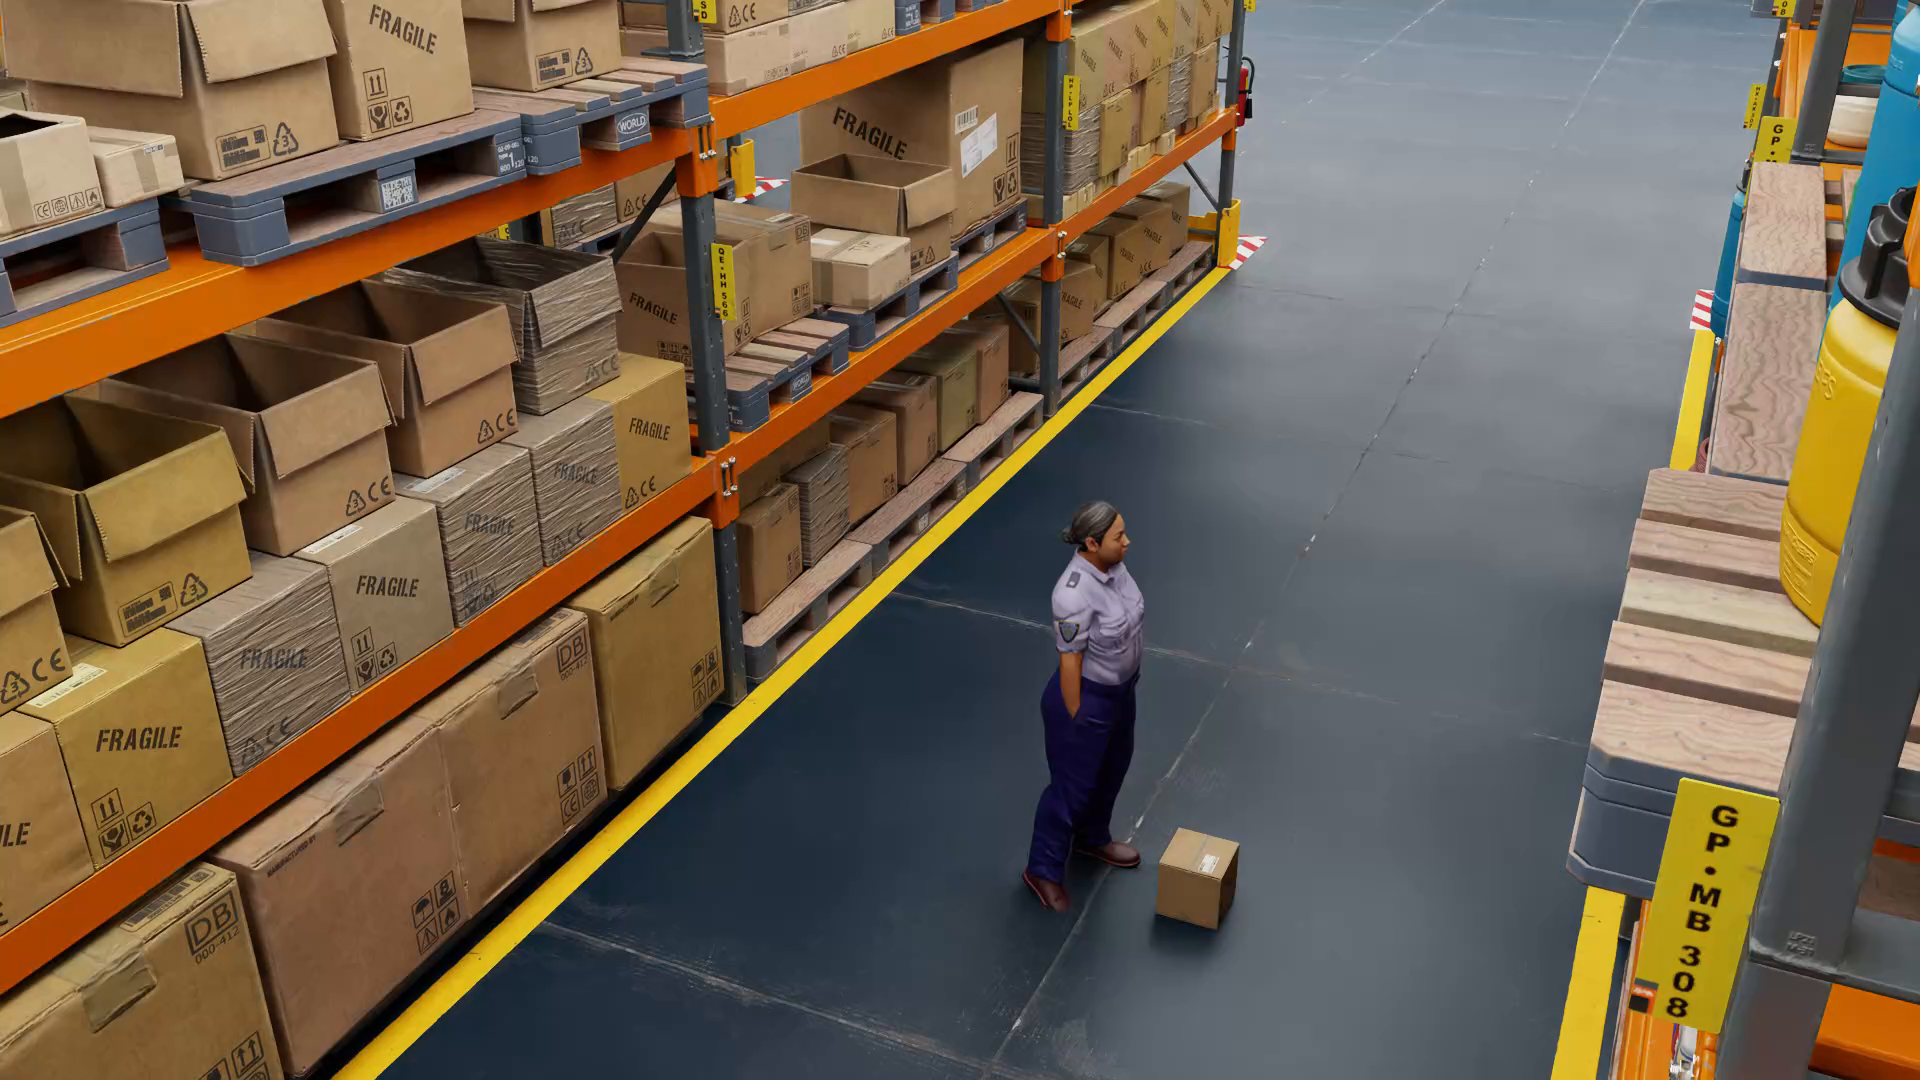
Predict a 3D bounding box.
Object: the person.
[{"bbox_3d":[0.494,0.643,6.395,0.387,1.707,0.545,12,29,23],"label":"person"}]
